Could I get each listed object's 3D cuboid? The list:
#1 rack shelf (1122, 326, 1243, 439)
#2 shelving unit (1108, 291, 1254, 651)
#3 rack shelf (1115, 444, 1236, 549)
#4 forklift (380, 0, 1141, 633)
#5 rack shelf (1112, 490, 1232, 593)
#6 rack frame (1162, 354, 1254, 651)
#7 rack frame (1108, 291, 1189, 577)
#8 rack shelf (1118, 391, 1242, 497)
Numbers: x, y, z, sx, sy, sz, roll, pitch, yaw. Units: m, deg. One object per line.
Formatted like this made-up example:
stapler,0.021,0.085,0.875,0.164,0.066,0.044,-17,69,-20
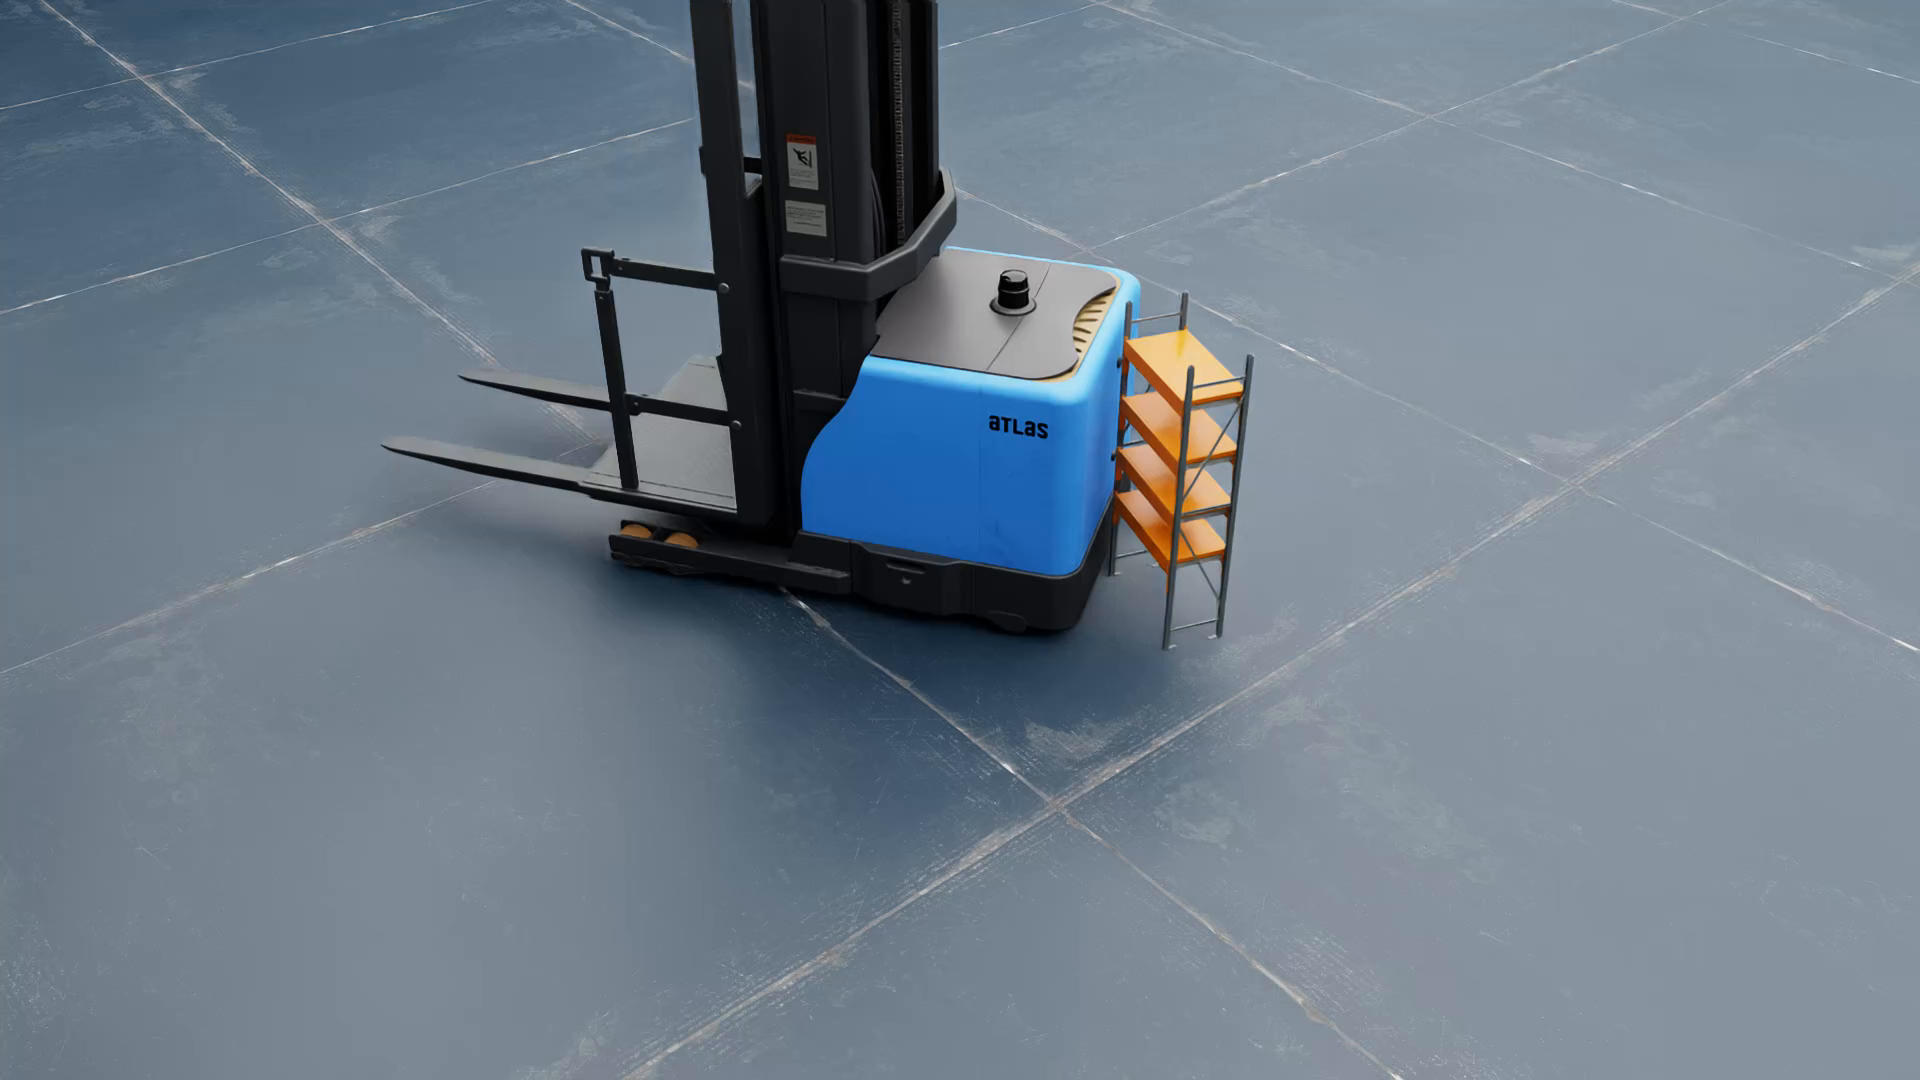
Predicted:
rack shelf,0.783,-0.558,5.820,0.258,0.148,0.480,-12,37,-16
shelving unit,0.783,-0.237,6.047,0.258,1.200,0.503,-12,37,-16
rack shelf,0.783,-0.183,6.086,0.258,0.148,0.480,-12,37,-16
forklift,-0.873,-1.336,6.101,3.031,2.935,1.130,10,37,14
rack shelf,0.783,-0.021,6.201,0.258,0.148,0.480,-12,37,-16
rack frame,0.866,-0.105,5.860,0.240,1.200,0.015,-12,37,-16
rack frame,0.700,-0.370,6.234,0.240,1.200,0.015,-12,37,-16
rack shelf,0.783,-0.365,5.957,0.258,0.148,0.480,-12,37,-16
